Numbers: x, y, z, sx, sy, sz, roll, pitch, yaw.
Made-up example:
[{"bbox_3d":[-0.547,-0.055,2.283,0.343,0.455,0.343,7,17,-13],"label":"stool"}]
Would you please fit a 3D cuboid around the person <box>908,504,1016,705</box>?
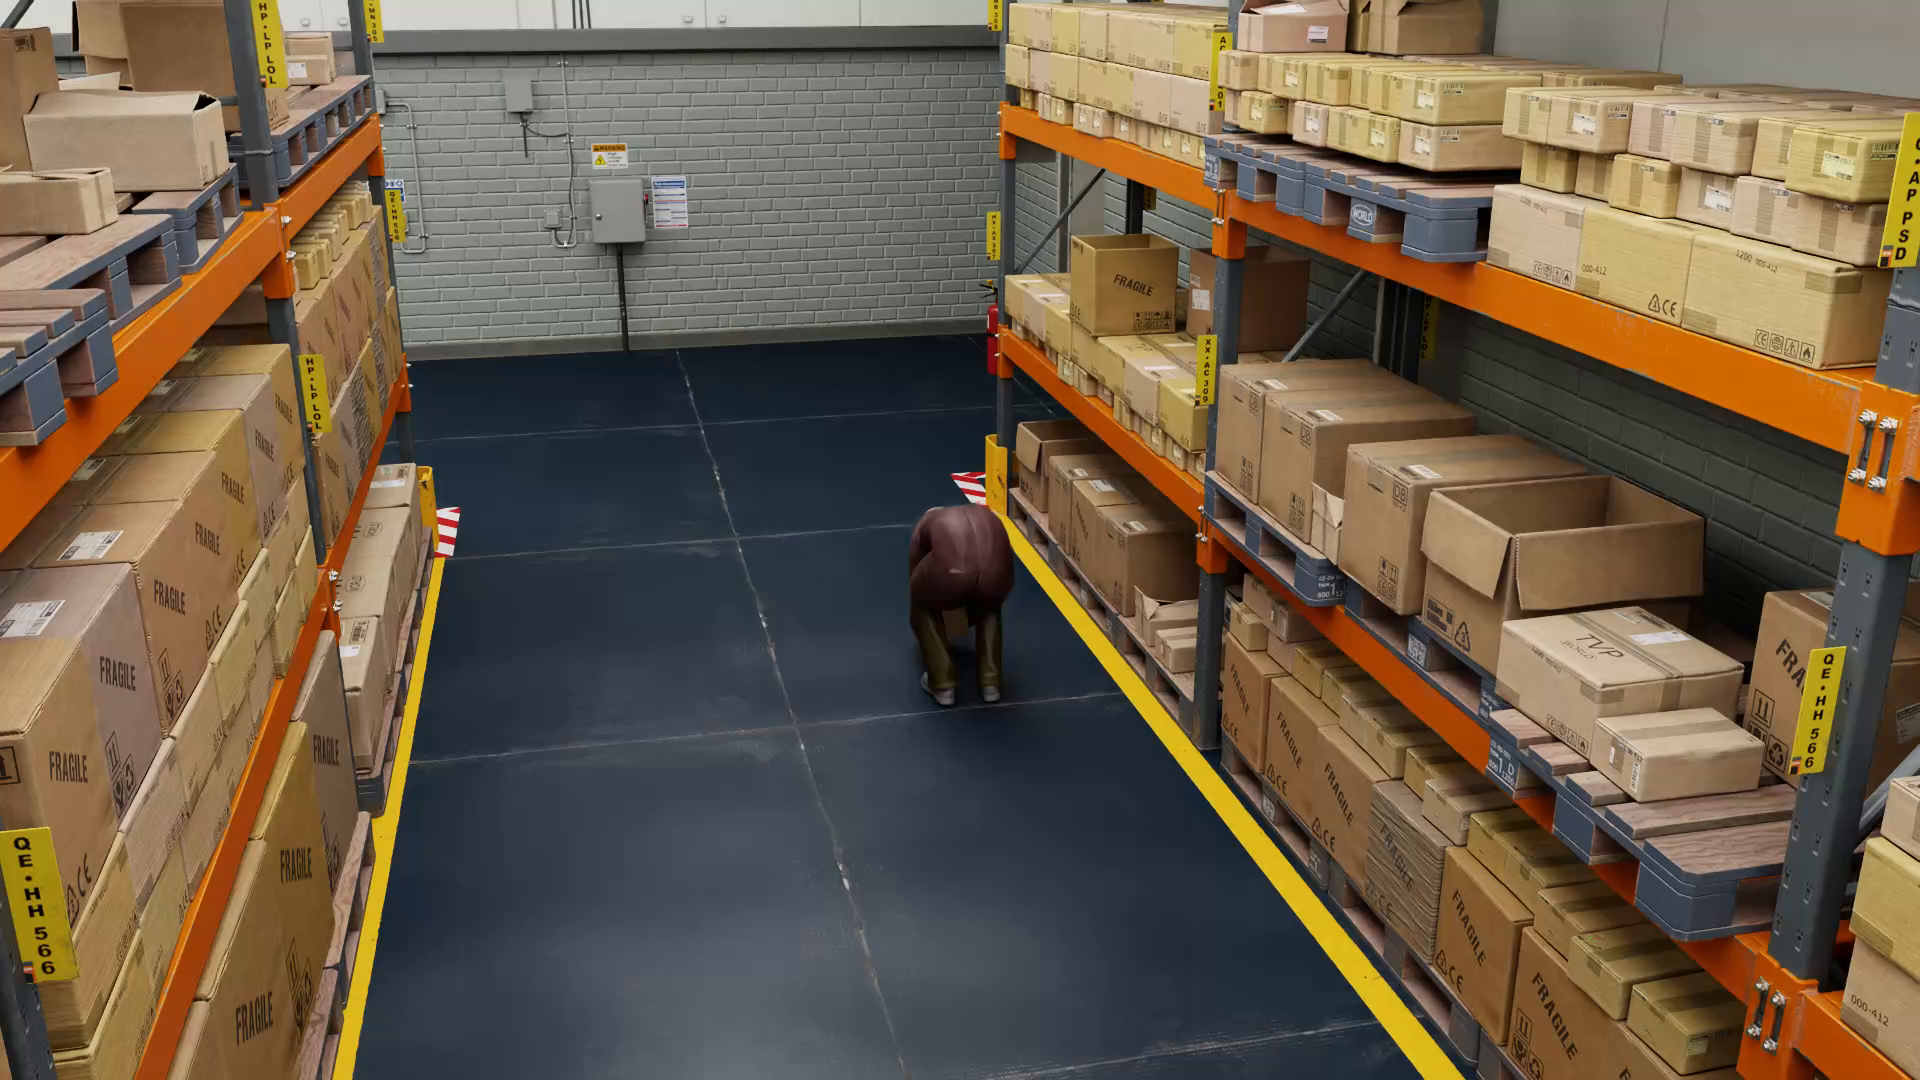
[{"bbox_3d":[-0.034,0.260,8.947,0.585,1.048,0.978,-5,20,-14],"label":"person"}]
